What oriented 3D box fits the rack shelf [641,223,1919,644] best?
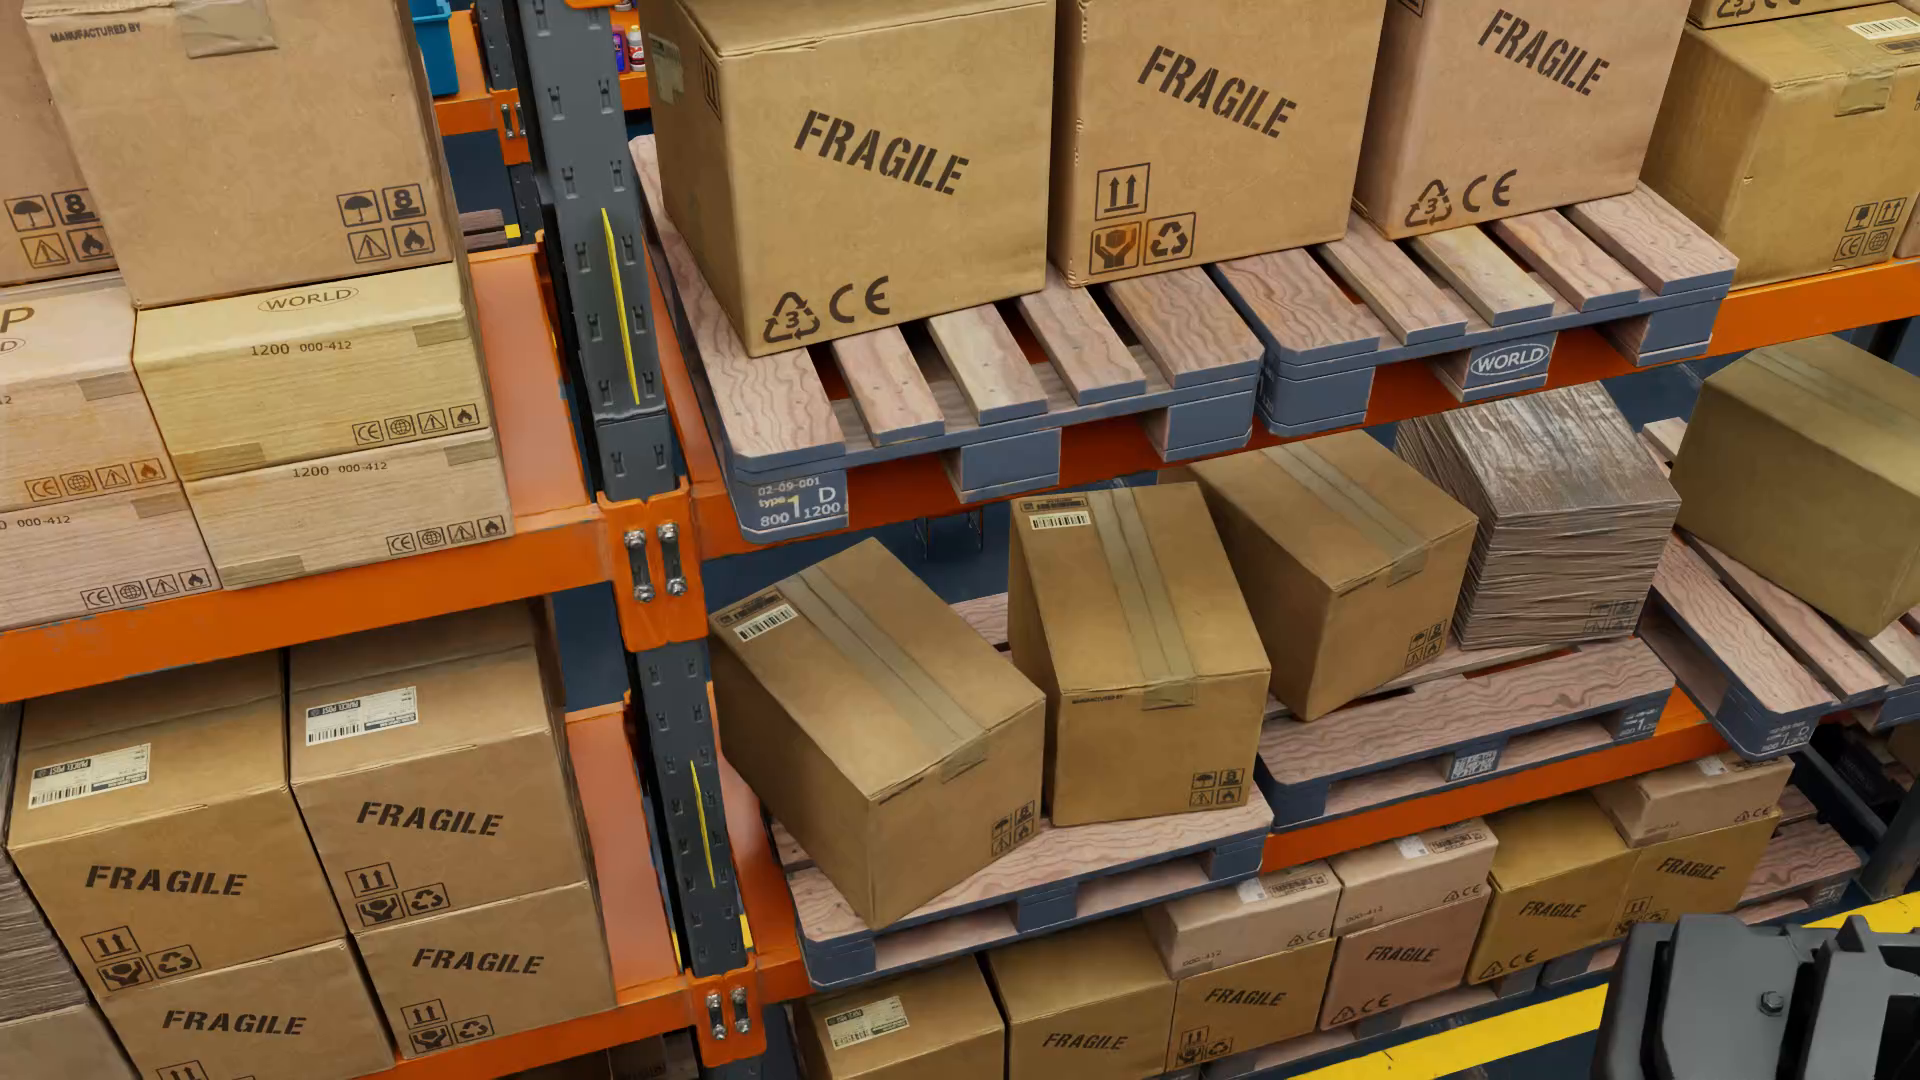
[{"bbox_3d":[1.180,-0.649,3.980,4.000,0.370,1.077,-12,42,-13],"label":"rack shelf"}]

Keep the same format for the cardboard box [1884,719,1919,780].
[{"bbox_3d":[3.675,0.772,5.857,0.500,0.250,0.500,-12,43,-13],"label":"cardboard box"}]

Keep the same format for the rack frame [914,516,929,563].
[{"bbox_3d":[-0.167,-0.361,6.865,0.008,1.050,0.200,-12,42,-13],"label":"rack frame"}]

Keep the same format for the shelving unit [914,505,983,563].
[{"bbox_3d":[-0.051,-0.385,6.893,0.252,1.050,0.215,-12,42,-13],"label":"shelving unit"}]

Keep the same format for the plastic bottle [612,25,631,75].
[{"bbox_3d":[-1.607,-2.291,7.682,0.133,0.283,0.061,-12,42,-13],"label":"plastic bottle"}]

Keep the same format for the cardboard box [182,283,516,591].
[{"bbox_3d":[-1.112,-0.205,3.039,0.500,0.250,0.500,-12,42,-13],"label":"cardboard box"}]

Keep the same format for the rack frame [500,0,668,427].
[{"bbox_3d":[-0.728,-1.654,2.304,0.127,3.000,1.000,-12,42,-13],"label":"rack frame"}]

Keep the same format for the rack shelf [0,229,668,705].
[{"bbox_3d":[-2.635,0.141,3.075,4.000,0.370,1.077,-12,42,-13],"label":"rack shelf"}]

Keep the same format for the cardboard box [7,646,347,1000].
[{"bbox_3d":[-1.620,0.556,3.498,0.500,0.500,0.500,-12,43,-14],"label":"cardboard box"}]

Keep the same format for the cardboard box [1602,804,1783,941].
[{"bbox_3d":[2.266,0.922,5.480,0.500,0.500,0.500,-10,42,-11],"label":"cardboard box"}]

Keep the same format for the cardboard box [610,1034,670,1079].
[{"bbox_3d":[-1.193,1.399,5.078,0.500,0.311,0.500,-12,42,-13],"label":"cardboard box"}]

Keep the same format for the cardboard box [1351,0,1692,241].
[{"bbox_3d":[1.046,-1.077,3.452,0.600,0.600,0.600,-13,43,-15],"label":"cardboard box"}]

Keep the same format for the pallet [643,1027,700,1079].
[{"bbox_3d":[-1.383,1.790,5.041,1.213,0.211,1.003,-12,42,-13],"label":"pallet"}]

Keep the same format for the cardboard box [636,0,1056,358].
[{"bbox_3d":[-0.225,-0.812,3.148,0.600,0.600,0.600,-16,43,-17],"label":"cardboard box"}]

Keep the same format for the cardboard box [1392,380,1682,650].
[{"bbox_3d":[1.591,-0.125,4.718,0.500,0.500,0.700,-4,41,-5],"label":"cardboard box"}]

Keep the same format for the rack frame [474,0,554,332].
[{"bbox_3d":[-2.212,-2.504,7.837,0.127,3.000,1.000,-12,42,-13],"label":"rack frame"}]

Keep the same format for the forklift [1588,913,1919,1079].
[{"bbox_3d":[1.679,1.864,2.889,3.031,2.935,1.130,2,41,2],"label":"forklift"}]

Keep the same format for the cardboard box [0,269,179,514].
[{"bbox_3d":[-1.588,-0.293,2.760,0.500,0.250,0.500,-12,42,-13],"label":"cardboard box"}]

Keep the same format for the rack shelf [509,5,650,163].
[{"bbox_3d":[-0.305,-2.629,8.526,4.000,0.370,1.077,-12,42,-13],"label":"rack shelf"}]

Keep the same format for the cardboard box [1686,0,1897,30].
[{"bbox_3d":[1.697,-1.446,3.509,0.500,0.500,0.500,-12,42,-13],"label":"cardboard box"}]

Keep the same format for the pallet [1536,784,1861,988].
[{"bbox_3d":[2.364,0.988,5.958,1.213,0.211,1.003,-12,42,-13],"label":"pallet"}]

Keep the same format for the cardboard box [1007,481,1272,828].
[{"bbox_3d":[0.428,0.280,4.254,0.500,0.500,0.700,-5,41,-6],"label":"cardboard box"}]

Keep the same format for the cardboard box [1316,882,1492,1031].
[{"bbox_3d":[1.273,1.132,5.240,0.500,0.500,0.500,-13,43,-15],"label":"cardboard box"}]

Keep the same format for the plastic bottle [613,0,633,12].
[{"bbox_3d":[-1.685,-2.739,8.256,0.097,0.201,0.097,0,41,0],"label":"plastic bottle"}]

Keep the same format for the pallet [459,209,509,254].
[{"bbox_3d":[-2.902,-1.285,8.560,1.213,0.211,1.003,-12,42,-13],"label":"pallet"}]

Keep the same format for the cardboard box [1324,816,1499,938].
[{"bbox_3d":[1.239,0.858,4.983,0.500,0.250,0.500,-12,43,-14],"label":"cardboard box"}]

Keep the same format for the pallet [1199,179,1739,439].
[{"bbox_3d":[0.904,-0.746,3.687,1.003,0.211,1.213,-12,42,-13],"label":"pallet"}]

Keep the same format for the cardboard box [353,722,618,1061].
[{"bbox_3d":[-1.128,0.827,3.947,0.500,0.500,0.500,-11,42,-12],"label":"cardboard box"}]

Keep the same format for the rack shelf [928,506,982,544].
[{"bbox_3d":[-0.051,-0.168,7.082,0.240,0.259,0.215,-12,42,-13],"label":"rack shelf"}]

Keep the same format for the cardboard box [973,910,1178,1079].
[{"bbox_3d":[0.312,1.325,5.018,0.500,0.500,0.500,-11,42,-12],"label":"cardboard box"}]

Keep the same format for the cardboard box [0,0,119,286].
[{"bbox_3d":[-1.700,-0.809,2.780,0.500,0.500,0.700,-12,42,-13],"label":"cardboard box"}]

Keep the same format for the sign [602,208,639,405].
[{"bbox_3d":[-0.558,-0.380,2.733,0.005,0.325,0.100,-12,42,-13],"label":"sign"}]
